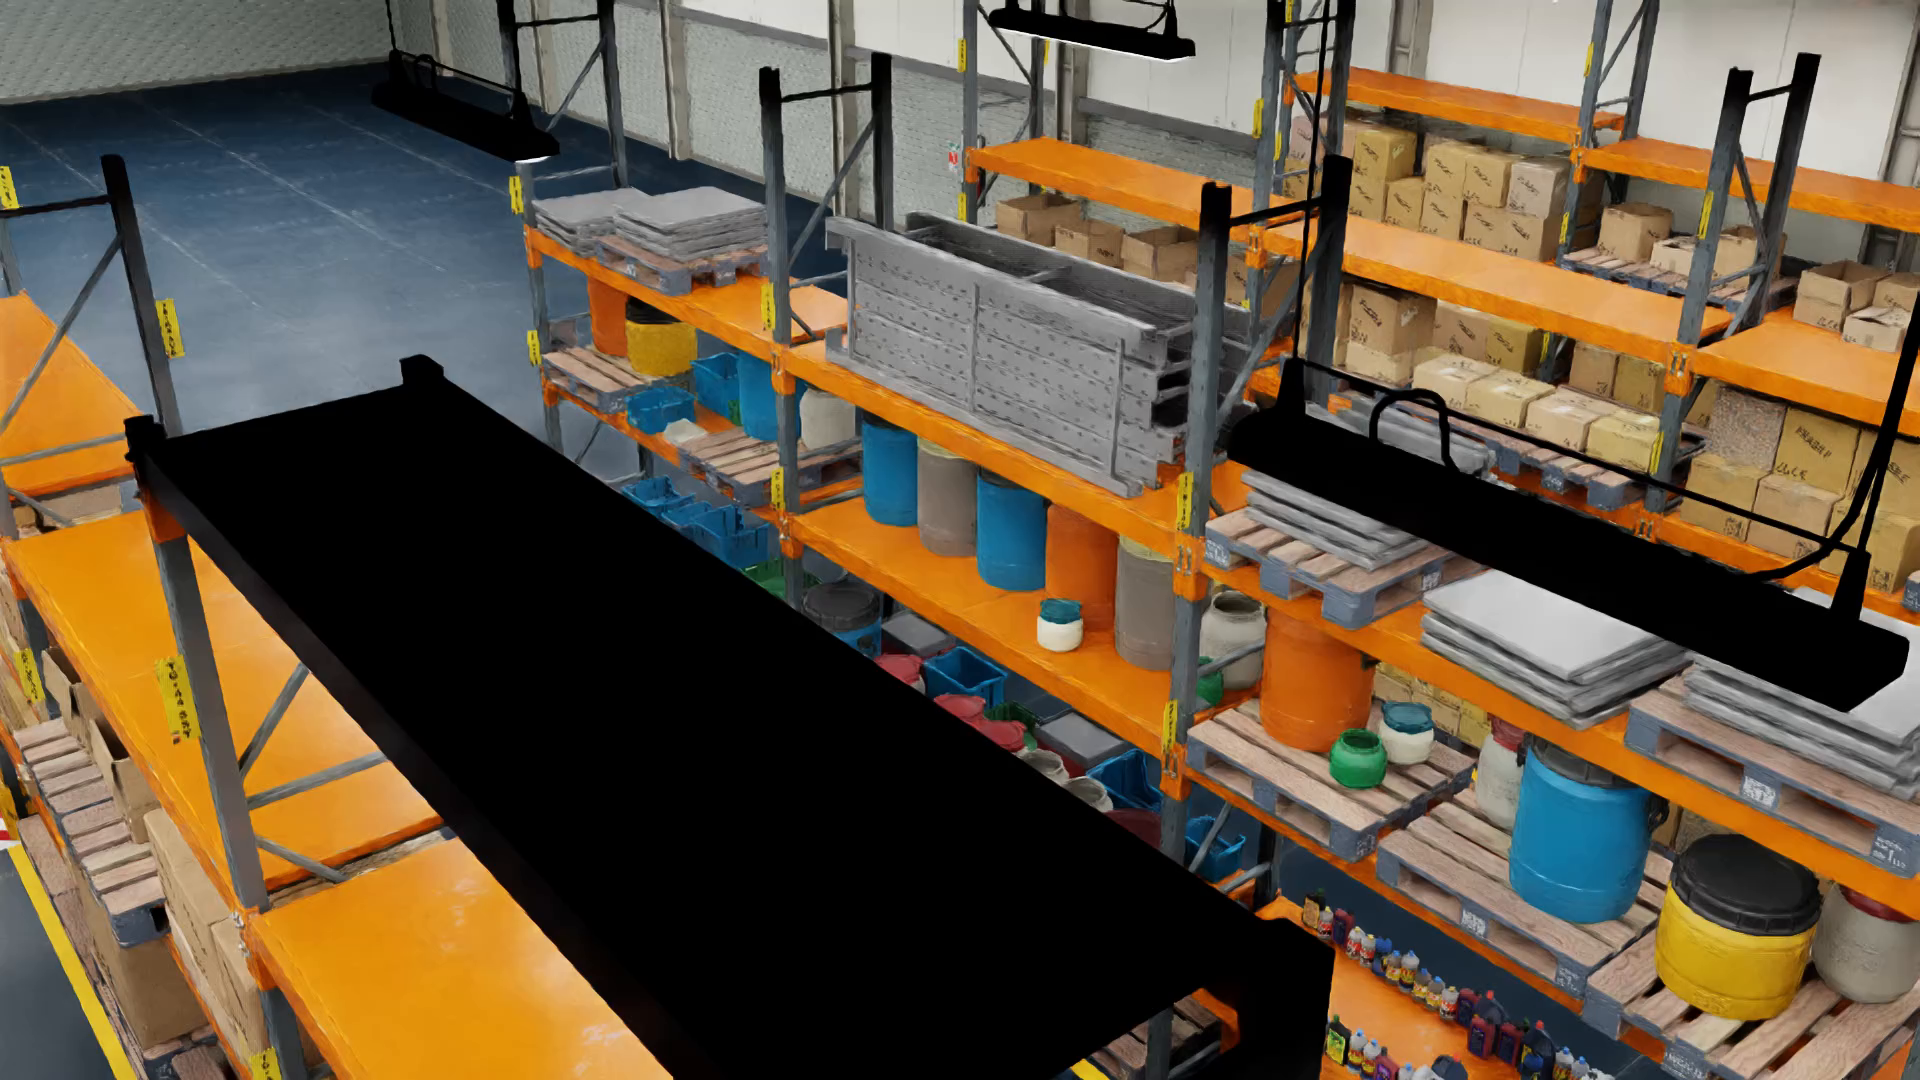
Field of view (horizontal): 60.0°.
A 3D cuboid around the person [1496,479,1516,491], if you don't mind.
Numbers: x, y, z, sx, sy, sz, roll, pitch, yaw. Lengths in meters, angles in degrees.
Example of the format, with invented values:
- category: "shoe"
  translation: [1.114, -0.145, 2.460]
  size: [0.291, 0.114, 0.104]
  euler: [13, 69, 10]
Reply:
- category: "person"
  translation: [5.176, 0.161, 16.073]
  size: [0.495, 1.585, 1.086]
  euler: [-18, 31, -32]
